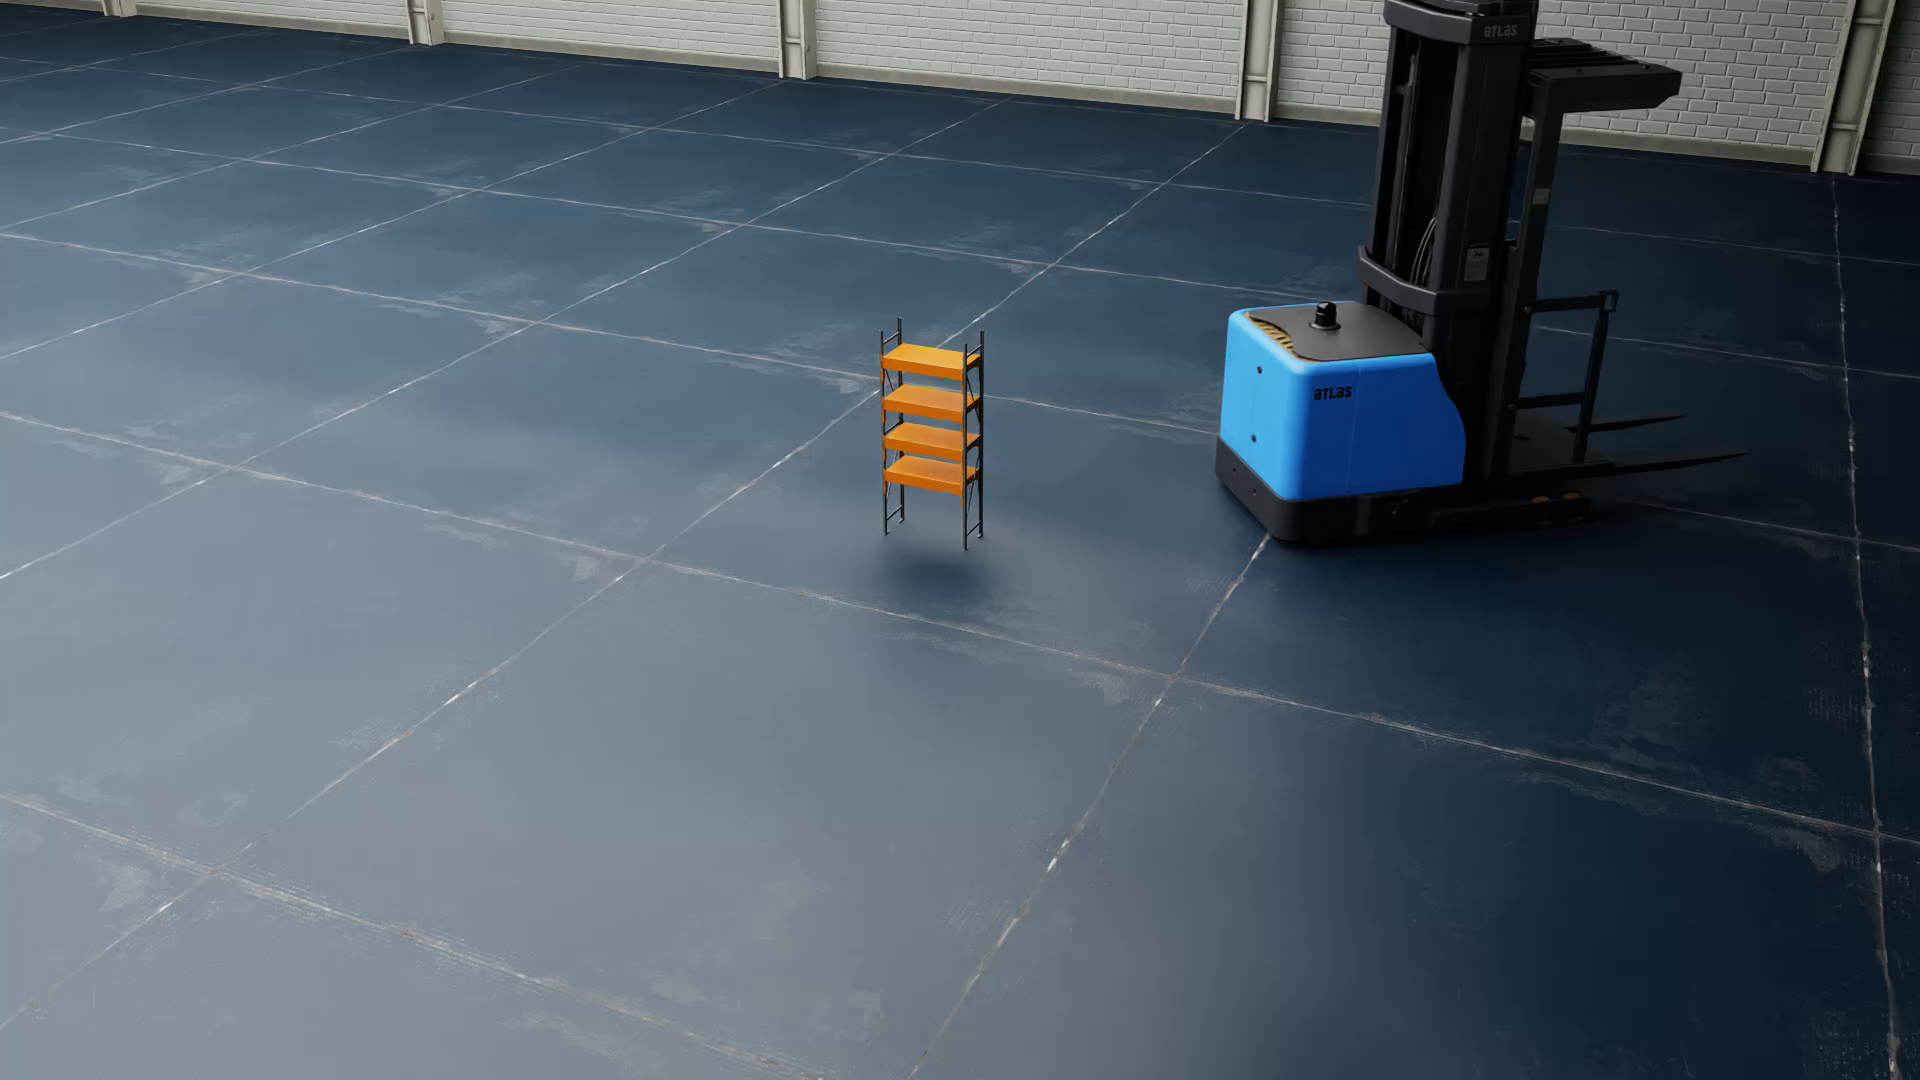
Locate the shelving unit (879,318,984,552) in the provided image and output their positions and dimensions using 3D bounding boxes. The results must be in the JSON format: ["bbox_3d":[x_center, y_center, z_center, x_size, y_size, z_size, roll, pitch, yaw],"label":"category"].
[{"bbox_3d":[-0.151,-0.569,9.046,0.503,1.200,0.258,11,28,22],"label":"shelving unit"}]

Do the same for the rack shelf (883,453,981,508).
[{"bbox_3d":[-0.151,-0.330,9.164,0.480,0.148,0.258,11,28,22],"label":"rack shelf"}]

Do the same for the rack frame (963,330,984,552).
[{"bbox_3d":[0.071,-0.524,8.956,0.015,1.200,0.240,11,28,22],"label":"rack frame"}]

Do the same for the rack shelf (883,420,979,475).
[{"bbox_3d":[-0.151,-0.508,9.076,0.480,0.148,0.258,11,28,22],"label":"rack shelf"}]

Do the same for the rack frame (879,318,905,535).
[{"bbox_3d":[-0.373,-0.613,9.137,0.015,1.200,0.240,11,28,22],"label":"rack frame"}]

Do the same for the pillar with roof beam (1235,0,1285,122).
[{"bbox_3d":[1.607,-7.155,13.594,0.400,9.000,9.100,11,28,22],"label":"pillar with roof beam"}]

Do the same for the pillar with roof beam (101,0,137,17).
[{"bbox_3d":[-14.778,-10.446,20.279,0.400,9.000,9.100,11,28,22],"label":"pillar with roof beam"}]

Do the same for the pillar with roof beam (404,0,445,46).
[{"bbox_3d":[-9.316,-9.349,18.051,0.400,9.000,9.100,11,28,22],"label":"pillar with roof beam"}]

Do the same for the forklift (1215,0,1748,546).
[{"bbox_3d":[3.090,-1.615,9.212,3.031,2.935,1.130,-6,27,-12],"label":"forklift"}]

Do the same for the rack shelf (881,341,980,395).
[{"bbox_3d":[-0.151,-0.921,8.873,0.480,0.148,0.258,11,28,22],"label":"rack shelf"}]

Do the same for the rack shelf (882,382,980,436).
[{"bbox_3d":[-0.151,-0.709,8.977,0.480,0.148,0.258,11,28,22],"label":"rack shelf"}]

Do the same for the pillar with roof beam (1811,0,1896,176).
[{"bbox_3d":[7.069,-6.058,11.366,0.400,9.000,9.100,11,28,22],"label":"pillar with roof beam"}]

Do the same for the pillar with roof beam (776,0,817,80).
[{"bbox_3d":[-3.855,-8.252,15.823,0.400,9.000,9.100,11,28,22],"label":"pillar with roof beam"}]
